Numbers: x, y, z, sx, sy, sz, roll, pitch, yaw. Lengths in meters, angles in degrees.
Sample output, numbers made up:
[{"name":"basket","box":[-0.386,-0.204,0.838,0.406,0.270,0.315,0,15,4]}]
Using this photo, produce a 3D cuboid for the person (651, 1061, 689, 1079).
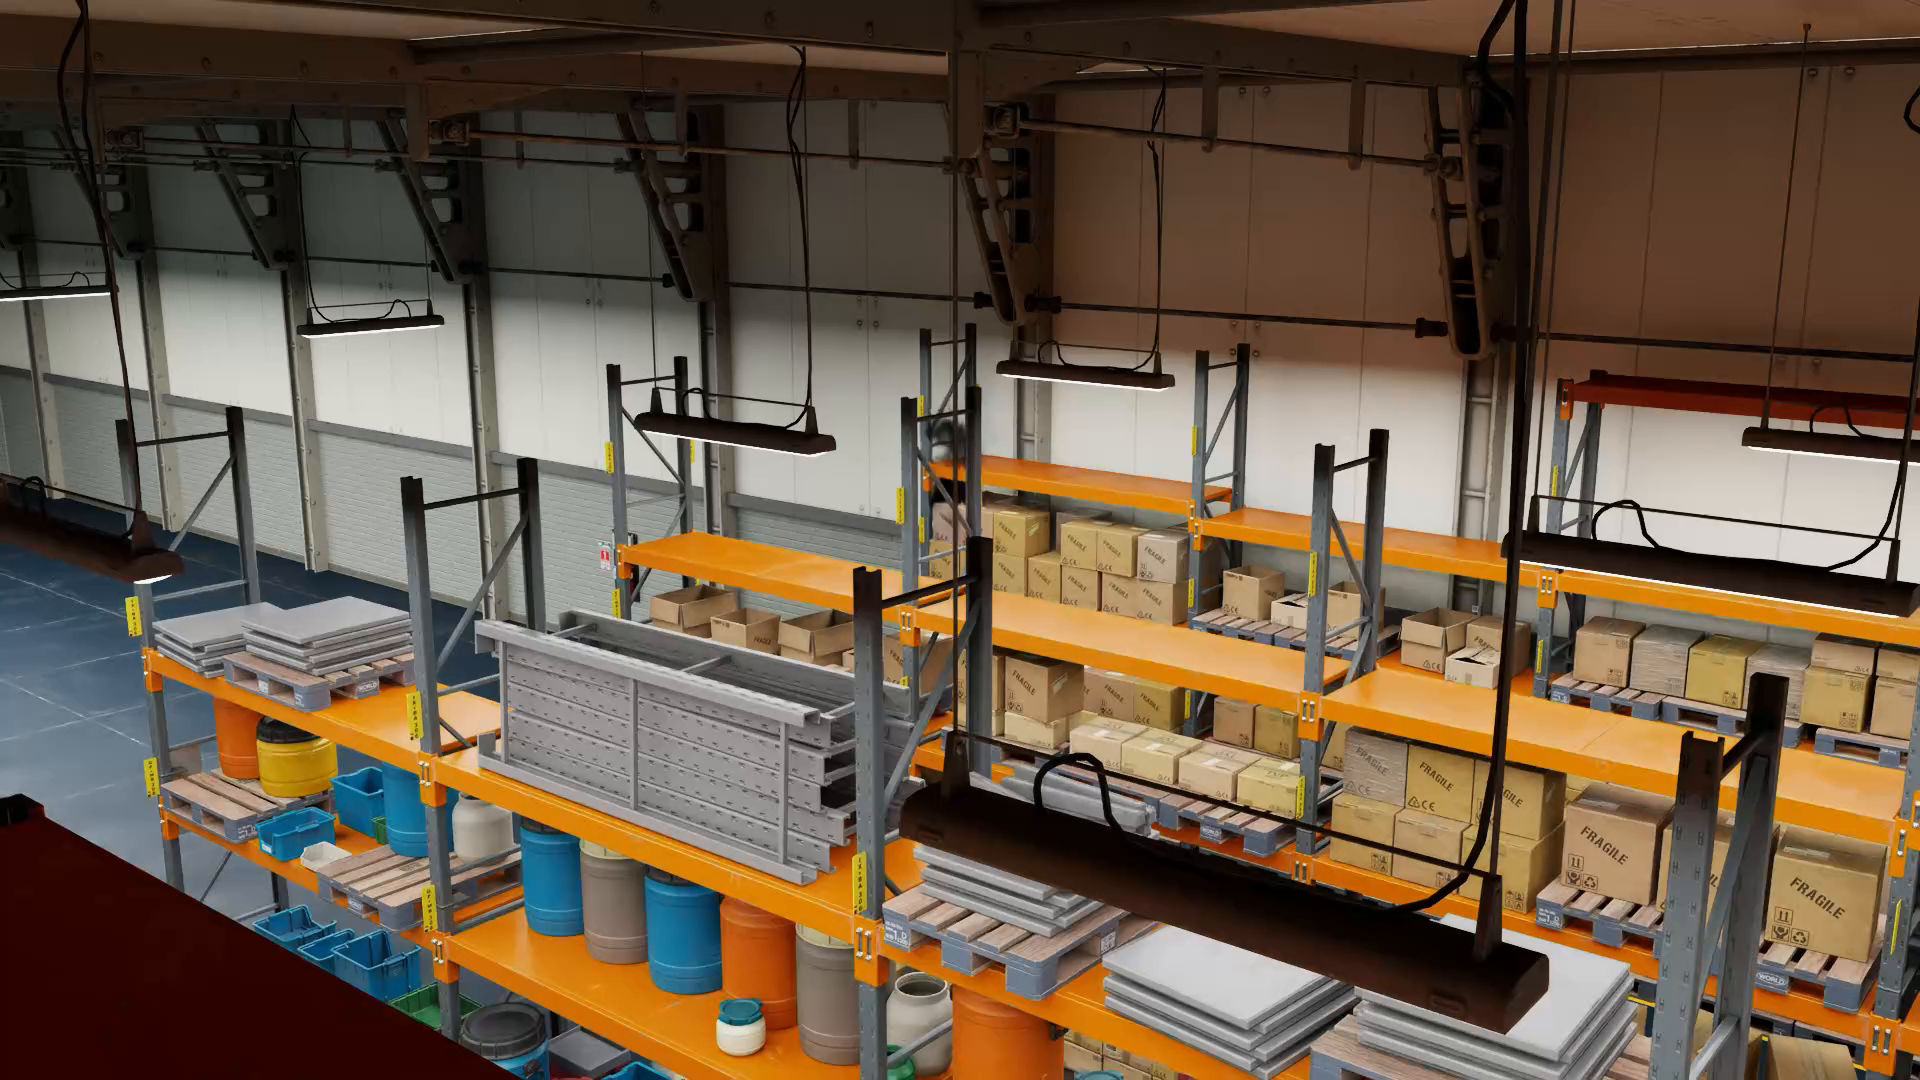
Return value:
[{"name":"person","box":[-2.348,4.322,13.609,0.747,1.607,0.698,9,16,36]}]
